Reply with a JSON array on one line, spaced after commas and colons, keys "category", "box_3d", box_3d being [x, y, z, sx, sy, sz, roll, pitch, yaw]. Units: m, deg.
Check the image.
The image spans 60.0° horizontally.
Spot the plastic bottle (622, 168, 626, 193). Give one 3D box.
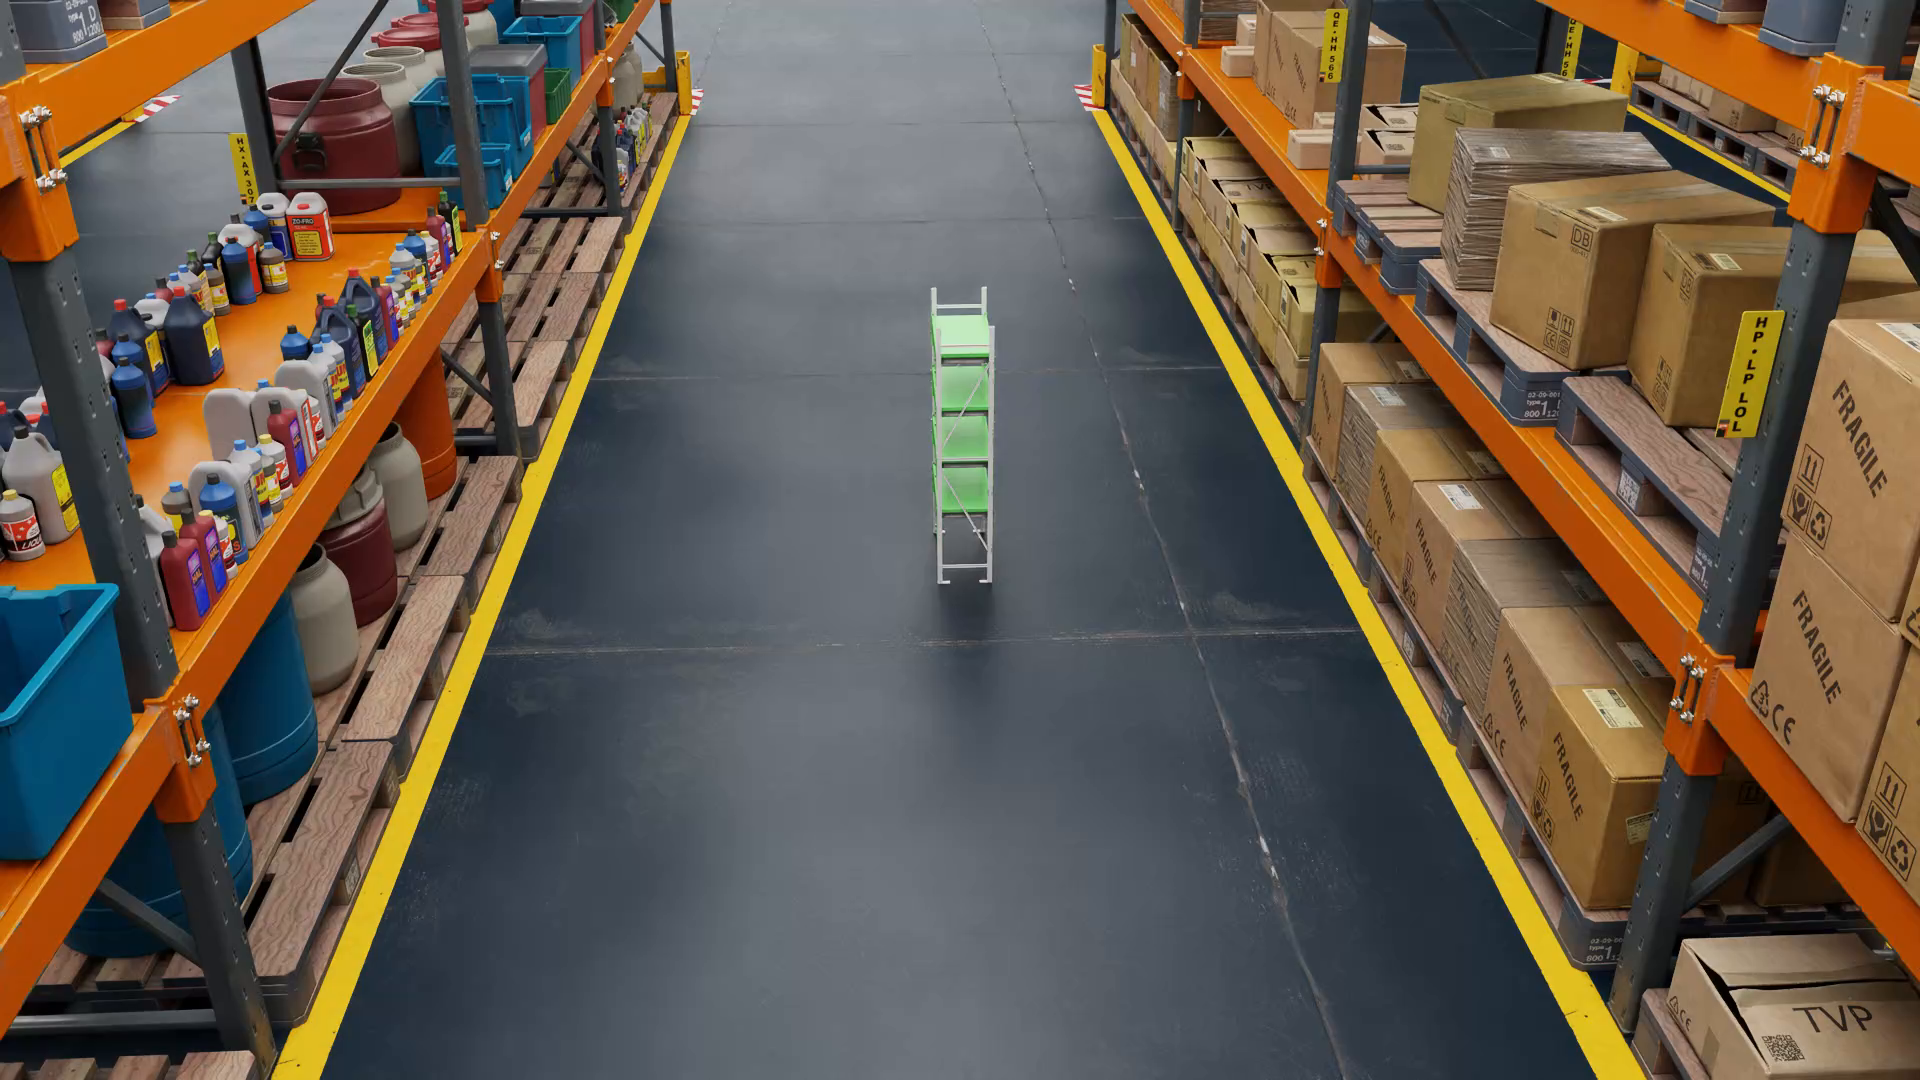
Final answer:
[{"category": "plastic bottle", "box_3d": [-2.488, -2.635, 12.108, 0.097, 0.201, 0.097, 0, 28, 0]}]

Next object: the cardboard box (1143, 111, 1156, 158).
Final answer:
[{"category": "cardboard box", "box_3d": [1.744, -3.231, 13.221, 0.500, 0.250, 0.500, -1, 28, -3]}]

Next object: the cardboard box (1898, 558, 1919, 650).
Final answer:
[{"category": "cardboard box", "box_3d": [2.232, 0.076, 3.172, 0.500, 0.500, 0.500, -2, 28, -4]}]

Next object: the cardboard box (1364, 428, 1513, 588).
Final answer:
[{"category": "cardboard box", "box_3d": [2.044, -0.143, 7.007, 0.500, 0.500, 0.500, -2, 28, -3]}]

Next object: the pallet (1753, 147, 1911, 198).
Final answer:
[{"category": "pallet", "box_3d": [6.919, -2.788, 12.867, 1.003, 0.211, 1.213, -1, 28, -3]}]

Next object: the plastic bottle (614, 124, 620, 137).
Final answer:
[{"category": "plastic bottle", "box_3d": [-2.710, -3.114, 12.947, 0.152, 0.276, 0.135, -1, 28, -3]}]

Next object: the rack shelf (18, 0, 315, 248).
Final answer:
[{"category": "rack shelf", "box_3d": [-2.590, -1.716, 5.331, 1.077, 0.370, 4.000, -1, 28, -3]}]

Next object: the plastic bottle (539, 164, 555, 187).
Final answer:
[{"category": "plastic bottle", "box_3d": [-3.081, -2.790, 12.245, 0.144, 0.351, 0.185, -1, 28, -3]}]

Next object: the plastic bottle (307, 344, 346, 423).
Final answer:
[{"category": "plastic bottle", "box_3d": [-2.169, -0.536, 5.674, 0.097, 0.271, 0.097, 0, 28, 0]}]

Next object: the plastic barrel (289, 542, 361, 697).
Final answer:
[{"category": "plastic barrel", "box_3d": [-2.475, 0.294, 6.179, 0.421, 0.512, 0.421, 0, 28, 0]}]

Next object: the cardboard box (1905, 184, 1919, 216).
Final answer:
[{"category": "cardboard box", "box_3d": [7.045, -2.462, 11.455, 0.700, 0.500, 0.500, 0, 28, -1]}]

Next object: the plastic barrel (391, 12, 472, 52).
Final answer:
[{"category": "plastic barrel", "box_3d": [-3.034, -2.750, 9.632, 0.433, 0.535, 0.433, 0, 28, 0]}]

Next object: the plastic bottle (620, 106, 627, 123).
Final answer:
[{"category": "plastic bottle", "box_3d": [-2.699, -3.356, 13.403, 0.061, 0.283, 0.133, -1, 28, -3]}]

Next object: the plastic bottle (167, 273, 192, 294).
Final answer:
[{"category": "plastic bottle", "box_3d": [-2.968, -0.883, 6.338, 0.097, 0.271, 0.097, 0, 28, 0]}]

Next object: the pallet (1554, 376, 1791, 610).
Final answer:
[{"category": "pallet", "box_3d": [2.528, -0.186, 5.070, 1.003, 0.211, 1.213, -1, 28, -3]}]

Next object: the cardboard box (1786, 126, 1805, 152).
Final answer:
[{"category": "cardboard box", "box_3d": [6.896, -3.280, 13.023, 0.500, 0.500, 0.500, -3, 28, -7]}]

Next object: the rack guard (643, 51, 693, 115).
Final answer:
[{"category": "rack guard", "box_3d": [-3.062, -4.181, 15.225, 1.175, 0.500, 0.348, -1, 28, -3]}]

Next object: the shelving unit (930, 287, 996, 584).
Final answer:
[{"category": "shelving unit", "box_3d": [0.009, -0.456, 7.326, 0.258, 1.200, 0.503, -1, 28, -3]}]

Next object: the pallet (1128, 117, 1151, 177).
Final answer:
[{"category": "pallet", "box_3d": [1.977, -3.290, 13.830, 1.003, 0.211, 1.213, -1, 28, -3]}]

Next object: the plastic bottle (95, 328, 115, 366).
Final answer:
[{"category": "plastic bottle", "box_3d": [-2.952, -0.580, 5.745, 0.061, 0.283, 0.133, -1, 28, -3]}]

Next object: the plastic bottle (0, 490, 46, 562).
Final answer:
[{"category": "plastic bottle", "box_3d": [-2.725, -0.048, 4.813, 0.097, 0.201, 0.097, 0, 28, 0]}]

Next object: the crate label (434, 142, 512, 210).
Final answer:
[{"category": "crate label", "box_3d": [-2.343, -1.758, 8.058, 0.303, 0.233, 0.416, -1, 28, -3]}]

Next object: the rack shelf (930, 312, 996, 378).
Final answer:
[{"category": "rack shelf", "box_3d": [0.009, -0.824, 7.134, 0.258, 0.148, 0.480, -1, 28, -3]}]

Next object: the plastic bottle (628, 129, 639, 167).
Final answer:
[{"category": "plastic bottle", "box_3d": [-2.508, -3.014, 12.746, 0.061, 0.283, 0.133, 0, 28, 0]}]

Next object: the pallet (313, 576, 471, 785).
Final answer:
[{"category": "pallet", "box_3d": [-2.551, 0.533, 6.500, 1.003, 0.211, 1.213, -1, 28, -3]}]

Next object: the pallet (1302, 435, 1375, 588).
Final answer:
[{"category": "pallet", "box_3d": [2.253, -0.164, 7.837, 1.003, 0.211, 1.213, -1, 28, -3]}]

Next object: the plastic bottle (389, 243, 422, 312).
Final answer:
[{"category": "plastic bottle", "box_3d": [-2.228, -1.055, 6.668, 0.097, 0.271, 0.097, 0, 28, 0]}]

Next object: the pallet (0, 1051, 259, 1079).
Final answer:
[{"category": "pallet", "box_3d": [-2.409, 1.794, 4.083, 1.003, 0.211, 1.213, -1, 28, -3]}]

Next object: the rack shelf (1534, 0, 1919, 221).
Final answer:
[{"category": "rack shelf", "box_3d": [2.356, -1.834, 5.557, 1.077, 0.370, 4.000, -1, 28, -3]}]

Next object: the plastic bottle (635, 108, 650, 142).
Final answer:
[{"category": "plastic bottle", "box_3d": [-2.593, -3.356, 13.410, 0.152, 0.276, 0.135, -1, 28, -2]}]

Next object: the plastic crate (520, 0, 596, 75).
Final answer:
[{"category": "plastic crate", "box_3d": [-2.573, -3.288, 10.741, 0.402, 0.464, 0.583, -1, 28, -3]}]

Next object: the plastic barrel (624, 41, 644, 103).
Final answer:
[{"category": "plastic barrel", "box_3d": [-3.002, -4.104, 14.611, 0.421, 0.512, 0.421, 0, 28, 0]}]

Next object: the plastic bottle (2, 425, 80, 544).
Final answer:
[{"category": "plastic bottle", "box_3d": [-2.717, -0.180, 4.904, 0.144, 0.351, 0.185, -1, 28, -3]}]

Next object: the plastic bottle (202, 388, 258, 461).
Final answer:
[{"category": "plastic bottle", "box_3d": [-2.330, -0.373, 5.356, 0.152, 0.276, 0.135, -1, 28, -3]}]

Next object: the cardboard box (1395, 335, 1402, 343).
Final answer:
[{"category": "cardboard box", "box_3d": [2.518, -1.211, 8.741, 0.500, 0.311, 0.500, 0, 28, -1]}]

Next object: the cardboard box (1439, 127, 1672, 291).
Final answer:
[{"category": "cardboard box", "box_3d": [2.254, -1.262, 6.364, 0.700, 0.500, 0.500, 4, 28, 7]}]

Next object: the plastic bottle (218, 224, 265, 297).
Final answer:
[{"category": "plastic bottle", "box_3d": [-2.971, -1.152, 6.850, 0.152, 0.276, 0.135, -1, 28, -3]}]

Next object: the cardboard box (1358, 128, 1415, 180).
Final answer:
[{"category": "cardboard box", "box_3d": [2.277, -1.876, 8.200, 0.500, 0.311, 0.500, 0, 28, 1]}]

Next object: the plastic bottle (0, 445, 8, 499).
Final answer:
[{"category": "plastic bottle", "box_3d": [-2.861, -0.176, 4.897, 0.144, 0.351, 0.185, -1, 28, -3]}]

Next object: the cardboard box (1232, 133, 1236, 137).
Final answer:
[{"category": "cardboard box", "box_3d": [2.298, -3.346, 12.629, 0.500, 0.500, 0.500, -1, 28, -3]}]

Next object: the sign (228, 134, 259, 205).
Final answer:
[{"category": "sign", "box_3d": [-3.244, -1.684, 7.559, 0.100, 0.325, 0.005, -1, 28, -3]}]

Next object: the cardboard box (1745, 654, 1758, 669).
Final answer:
[{"category": "cardboard box", "box_3d": [2.640, 0.539, 5.701, 0.500, 0.500, 0.500, -1, 28, -2]}]

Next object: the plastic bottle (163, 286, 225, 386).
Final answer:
[{"category": "plastic bottle", "box_3d": [-2.773, -0.751, 5.999, 0.144, 0.351, 0.185, -1, 28, -3]}]

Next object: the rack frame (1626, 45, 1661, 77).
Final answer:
[{"category": "rack frame", "box_3d": [6.781, -5.562, 15.171, 1.000, 3.000, 0.127, -1, 28, -3]}]

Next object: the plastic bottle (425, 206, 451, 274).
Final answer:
[{"category": "plastic bottle", "box_3d": [-2.236, -1.294, 7.113, 0.061, 0.283, 0.133, -1, 28, -3]}]

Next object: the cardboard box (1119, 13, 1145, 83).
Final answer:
[{"category": "cardboard box", "box_3d": [1.668, -4.257, 14.376, 0.500, 0.500, 0.500, -1, 28, -3]}]

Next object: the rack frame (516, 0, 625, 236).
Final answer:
[{"category": "rack frame", "box_3d": [-2.904, -3.476, 11.171, 1.000, 3.000, 0.127, -1, 28, -3]}]

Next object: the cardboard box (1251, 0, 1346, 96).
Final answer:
[{"category": "cardboard box", "box_3d": [2.094, -3.040, 10.226, 0.500, 0.500, 0.500, 1, 28, 1]}]

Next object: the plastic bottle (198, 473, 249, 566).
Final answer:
[{"category": "plastic bottle", "box_3d": [-2.115, -0.063, 4.767, 0.097, 0.271, 0.097, 0, 28, 0]}]

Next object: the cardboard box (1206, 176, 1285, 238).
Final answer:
[{"category": "cardboard box", "box_3d": [1.865, -2.142, 10.527, 0.500, 0.311, 0.500, -2, 28, -4]}]

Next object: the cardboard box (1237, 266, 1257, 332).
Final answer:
[{"category": "cardboard box", "box_3d": [1.927, -1.421, 9.750, 0.500, 0.250, 0.500, -1, 28, -1]}]
